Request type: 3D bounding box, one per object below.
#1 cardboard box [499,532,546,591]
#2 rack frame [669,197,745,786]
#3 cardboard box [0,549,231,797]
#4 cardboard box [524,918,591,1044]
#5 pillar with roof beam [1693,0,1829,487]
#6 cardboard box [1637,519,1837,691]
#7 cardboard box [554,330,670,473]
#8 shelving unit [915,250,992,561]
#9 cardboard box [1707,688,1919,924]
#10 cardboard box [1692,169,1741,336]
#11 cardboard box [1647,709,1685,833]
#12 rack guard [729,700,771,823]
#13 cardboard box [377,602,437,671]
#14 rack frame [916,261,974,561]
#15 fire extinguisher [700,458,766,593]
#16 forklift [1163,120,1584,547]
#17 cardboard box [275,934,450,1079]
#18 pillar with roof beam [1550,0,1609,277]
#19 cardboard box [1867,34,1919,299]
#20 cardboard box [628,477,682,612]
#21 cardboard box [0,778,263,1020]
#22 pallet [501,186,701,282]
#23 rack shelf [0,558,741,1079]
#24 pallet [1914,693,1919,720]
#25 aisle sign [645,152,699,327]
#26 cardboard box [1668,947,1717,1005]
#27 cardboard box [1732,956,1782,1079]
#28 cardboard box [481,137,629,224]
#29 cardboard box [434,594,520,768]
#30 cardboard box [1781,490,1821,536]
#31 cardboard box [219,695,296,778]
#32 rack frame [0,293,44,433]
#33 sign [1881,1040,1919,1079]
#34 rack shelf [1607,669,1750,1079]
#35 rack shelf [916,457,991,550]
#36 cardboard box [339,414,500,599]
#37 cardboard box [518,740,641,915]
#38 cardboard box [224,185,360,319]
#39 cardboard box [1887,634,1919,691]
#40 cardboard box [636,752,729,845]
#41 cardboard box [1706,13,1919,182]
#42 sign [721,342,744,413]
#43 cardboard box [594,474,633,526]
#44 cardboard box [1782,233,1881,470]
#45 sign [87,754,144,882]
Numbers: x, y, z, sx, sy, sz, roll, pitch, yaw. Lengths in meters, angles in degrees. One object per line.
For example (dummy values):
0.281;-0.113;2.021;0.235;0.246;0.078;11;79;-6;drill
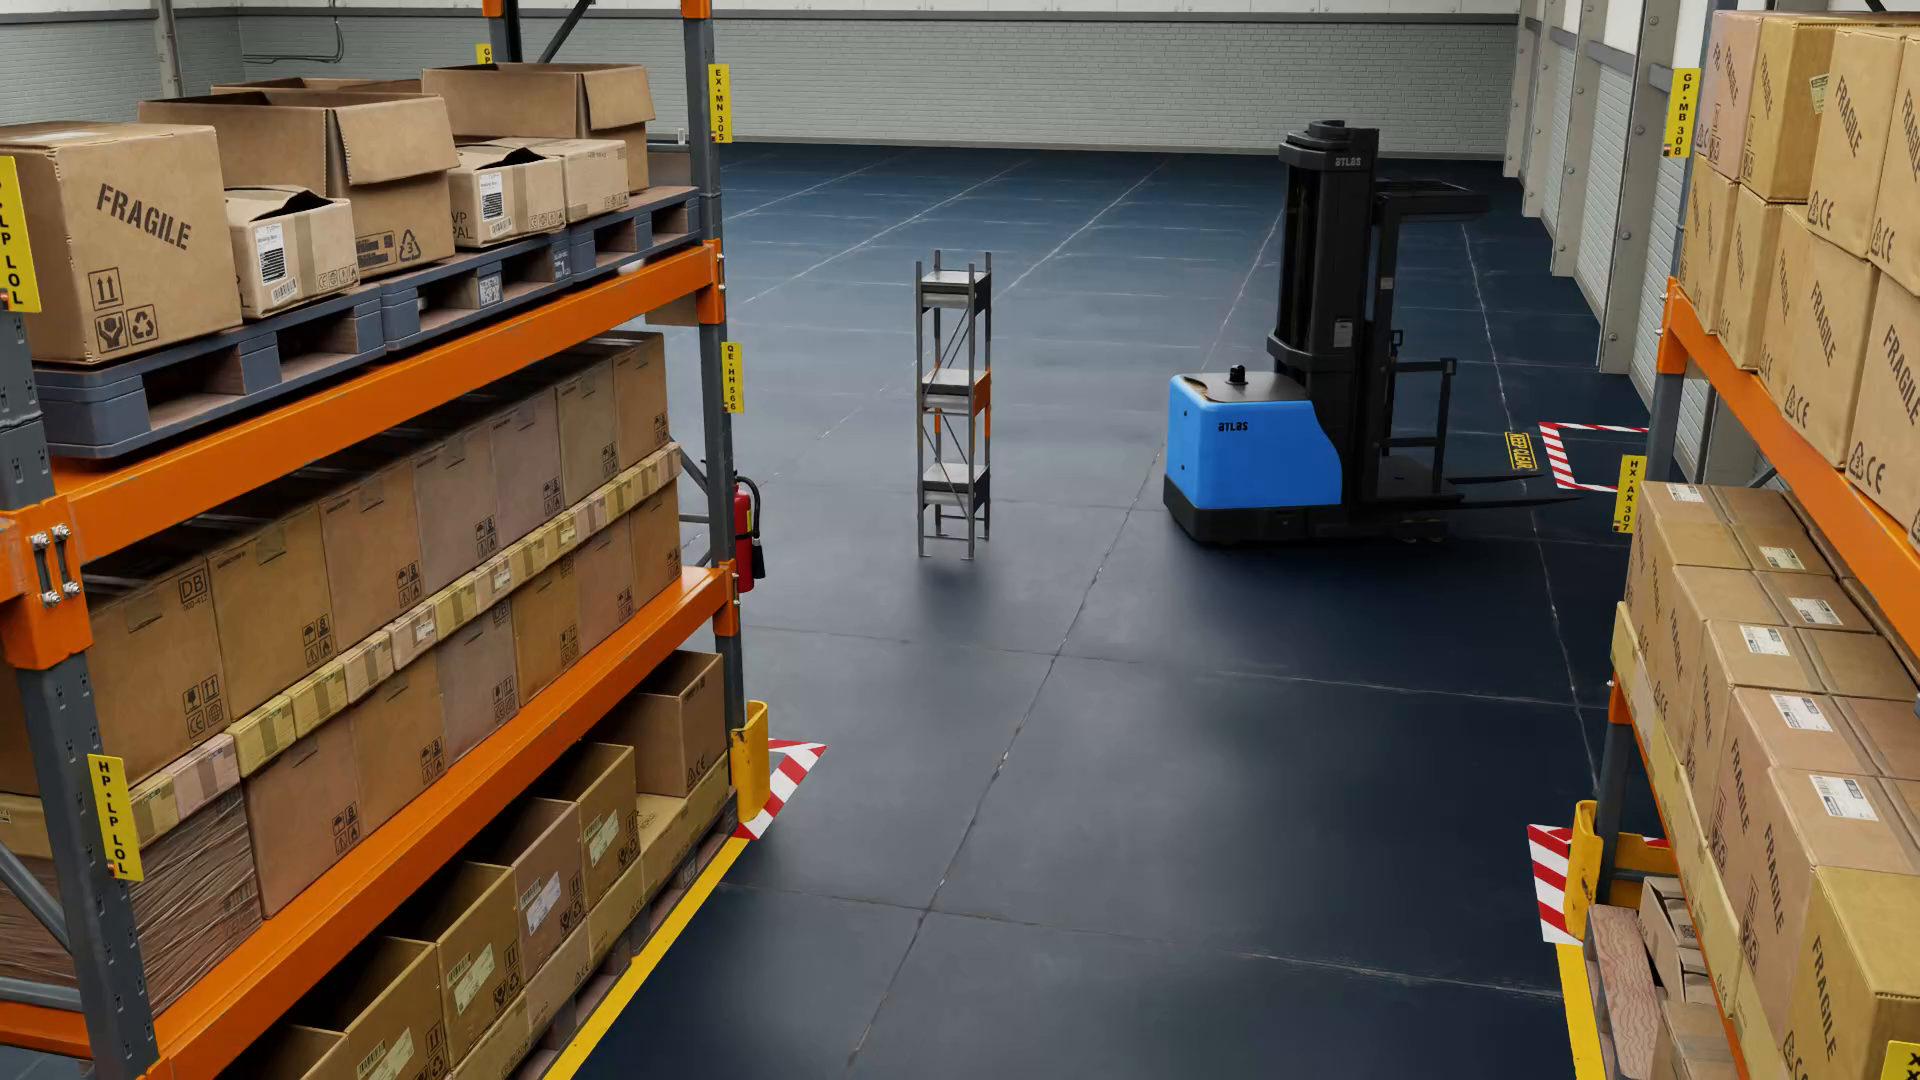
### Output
-1.780;0.064;6.202;0.380;0.149;0.250;5;20;15;cardboard box
-1.556;-0.123;7.906;1.000;3.000;0.127;5;19;13;rack frame
-2.431;0.330;4.418;0.700;0.500;0.500;5;19;14;cardboard box
-1.756;1.642;6.343;0.500;0.250;0.500;5;19;13;cardboard box
1.207;-4.504;11.453;9.100;9.000;0.400;5;19;13;pillar with roof beam
2.710;0.254;5.844;0.500;0.500;0.500;5;19;14;cardboard box
-1.696;-0.622;7.206;0.700;0.500;0.500;5;19;14;cardboard box
-0.040;-0.942;11.696;0.431;2.100;0.503;5;19;13;shelving unit
2.336;0.741;4.418;0.500;0.500;0.500;4;19;12;cardboard box
2.758;-0.958;5.526;0.500;0.500;0.500;6;20;17;cardboard box
2.578;0.780;5.465;0.500;0.250;0.500;4;19;13;cardboard box
-1.551;1.053;8.332;1.175;0.500;0.348;5;19;13;rack guard
-1.969;0.304;5.500;0.380;0.149;0.250;4;19;12;cardboard box
-0.100;-0.865;11.472;0.400;2.100;0.015;5;19;13;rack frame
-1.077;-0.086;7.920;0.296;0.674;0.183;5;19;13;fire extinguisher
3.123;-1.534;12.143;3.031;2.935;1.130;-3;19;-7;forklift
-2.002;1.601;5.305;0.500;0.500;0.500;5;19;13;cardboard box
4.139;-8.266;22.465;9.100;9.000;0.400;5;19;13;pillar with roof beam
2.255;-0.780;3.458;0.500;0.500;0.500;6;20;16;cardboard box
-1.683;-0.025;7.465;0.700;0.500;0.500;5;19;13;cardboard box
-2.431;0.944;4.628;0.700;0.500;0.500;4;19;12;cardboard box
-1.754;-1.281;6.793;1.003;0.211;1.213;5;19;13;pallet
-2.045;0.845;6.187;1.077;0.370;4.000;5;19;13;rack shelf
2.017;0.376;2.097;1.213;0.211;1.003;5;19;13;pallet
-1.256;-1.350;7.478;0.394;0.787;0.004;5;19;13;aisle sign
2.852;1.720;5.990;0.500;0.311;0.500;6;20;18;cardboard box
2.222;1.255;4.075;0.500;0.250;0.500;5;19;14;cardboard box
-1.582;-1.354;6.237;0.500;0.250;0.500;5;19;13;cardboard box
-2.058;0.461;6.043;0.700;0.500;0.500;5;20;15;cardboard box
3.339;0.139;6.182;0.500;0.500;0.500;4;19;13;cardboard box
-2.158;0.548;4.784;0.380;0.149;0.250;4;19;12;cardboard box
-2.534;-1.708;3.266;1.000;3.000;0.127;5;19;13;rack frame
1.743;1.071;3.072;0.100;0.325;0.005;5;19;13;sign
2.759;1.235;5.045;1.077;0.370;4.000;5;19;13;rack shelf
-0.040;-0.266;11.927;0.431;0.518;0.480;5;19;13;rack shelf
-2.064;-0.142;5.800;0.700;0.500;0.500;5;19;13;cardboard box
-1.629;1.131;6.680;0.500;0.500;0.500;5;19;13;cardboard box
-2.023;-0.818;4.571;0.500;0.311;0.500;4;19;10;cardboard box
2.961;0.616;4.785;0.500;0.500;0.500;5;19;14;cardboard box
-1.401;1.171;7.722;0.500;0.250;0.500;5;19;13;cardboard box
2.747;-1.427;5.352;0.500;0.500;0.500;4;19;13;cardboard box
-1.034;-0.736;7.542;0.100;0.325;0.005;5;19;13;sign
-1.590;-0.180;6.915;0.380;0.149;0.250;4;19;13;cardboard box
2.389;-0.467;4.088;0.500;0.500;0.500;4;19;11;cardboard box
-2.005;0.660;3.945;0.100;0.325;0.005;5;19;13;sign
